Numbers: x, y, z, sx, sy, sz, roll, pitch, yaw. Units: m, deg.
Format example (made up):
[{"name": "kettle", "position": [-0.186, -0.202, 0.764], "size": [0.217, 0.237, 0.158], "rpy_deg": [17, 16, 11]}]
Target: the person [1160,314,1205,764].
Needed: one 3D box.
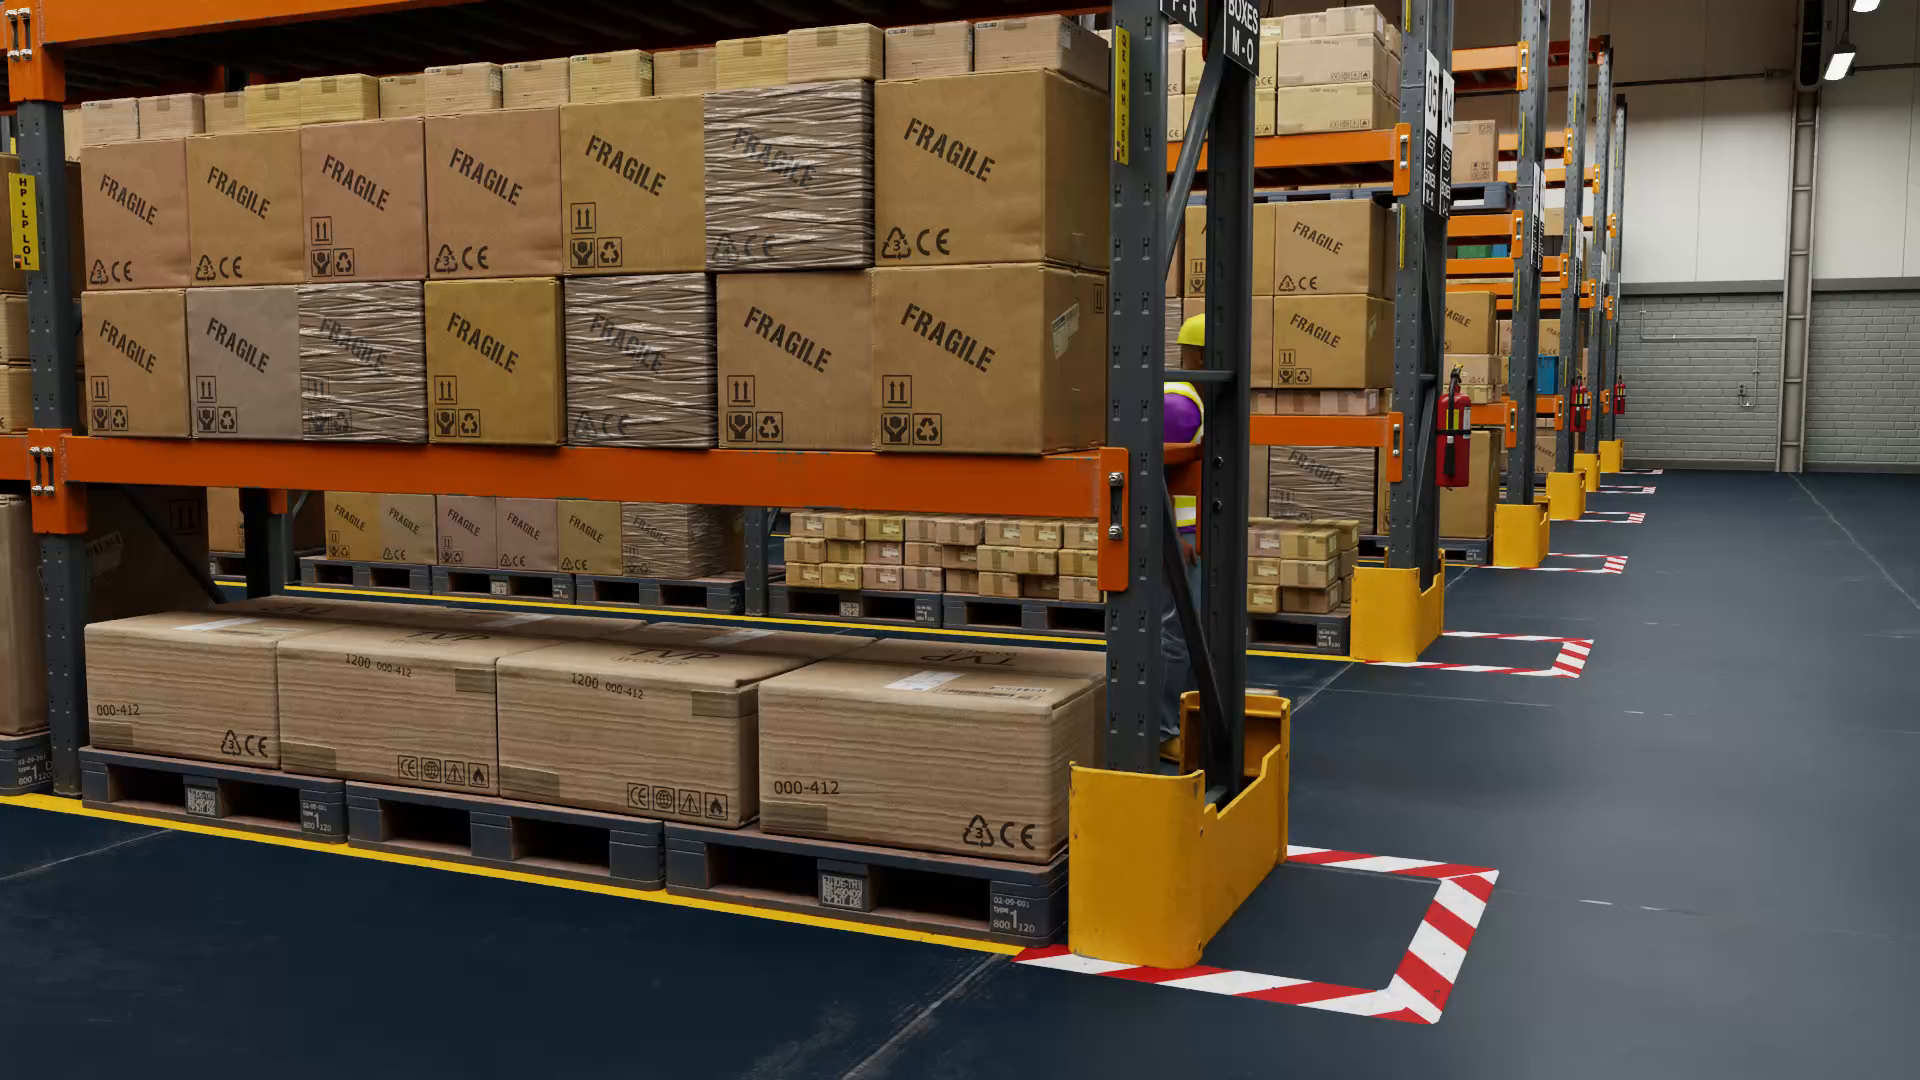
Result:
[{"name": "person", "position": [0.913, -0.021, 6.670], "size": [0.460, 1.759, 0.629], "rpy_deg": [2, 6, 20]}]
